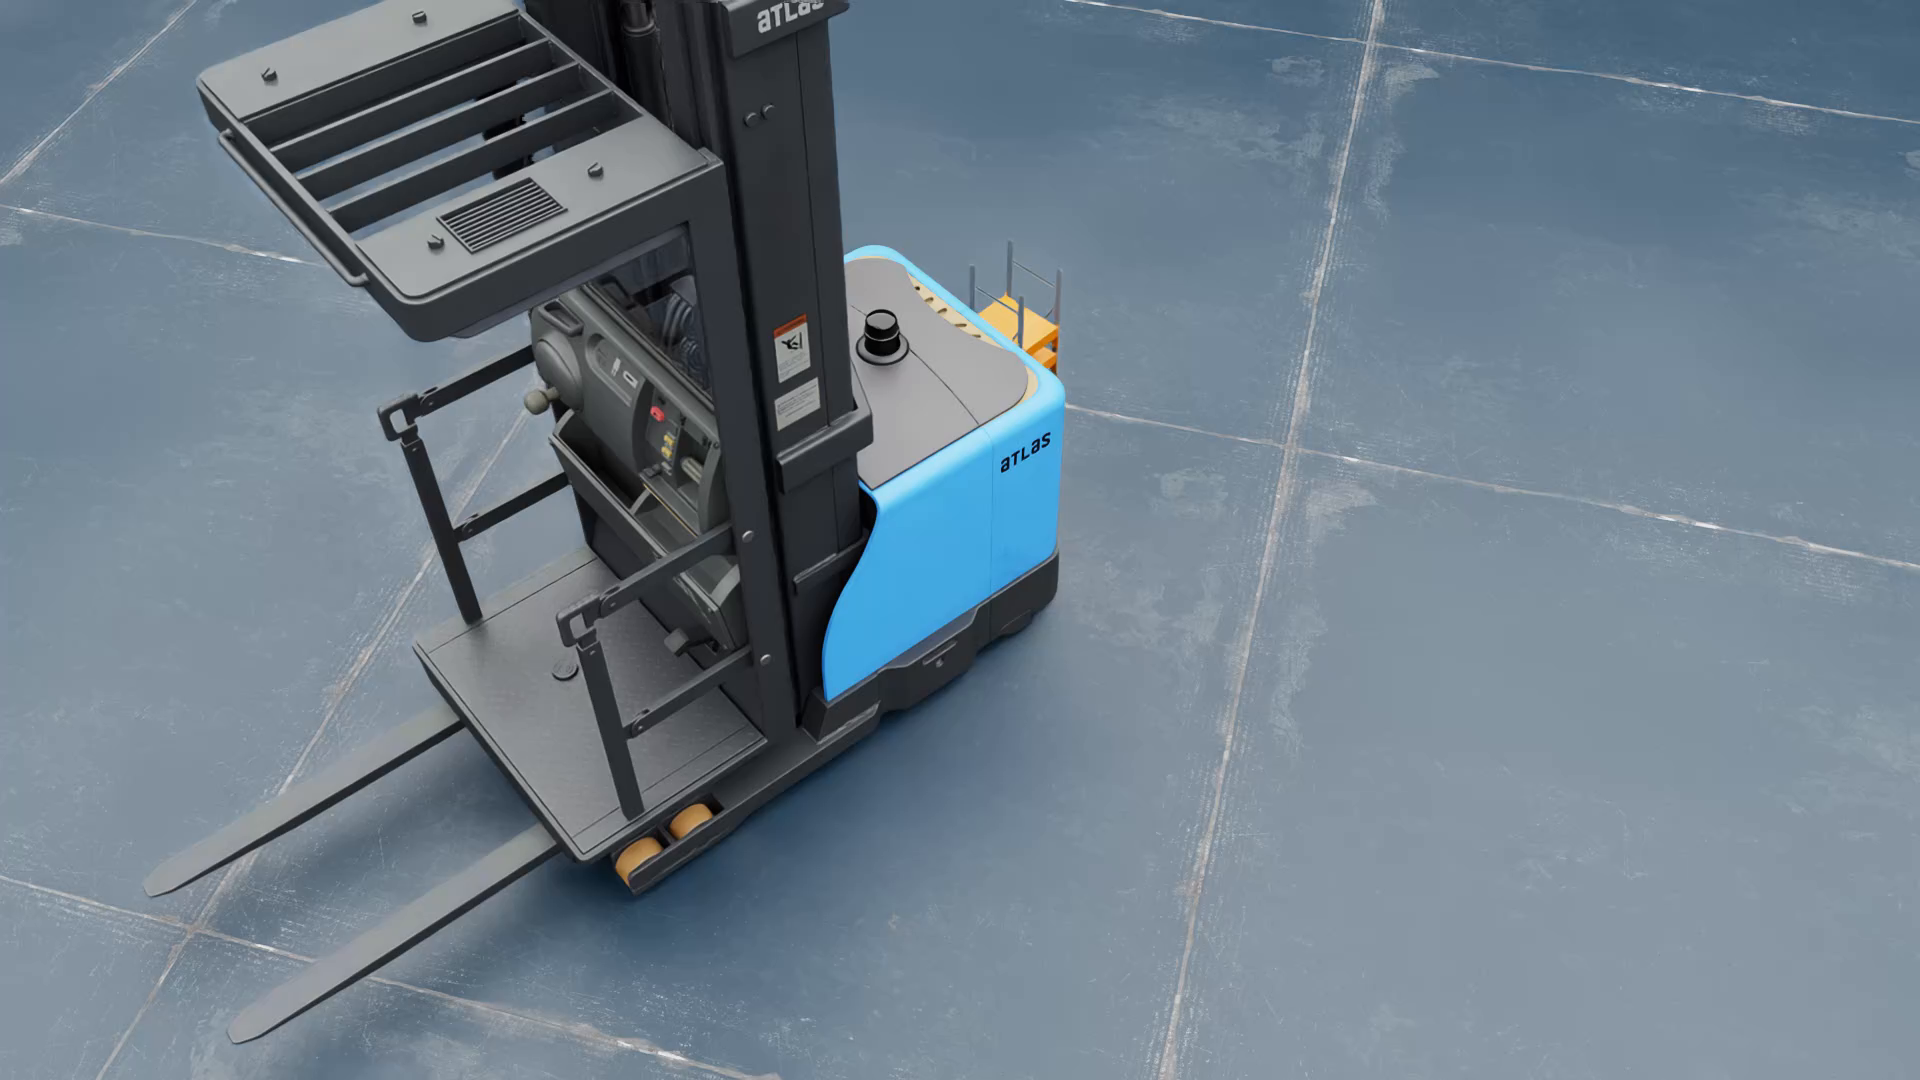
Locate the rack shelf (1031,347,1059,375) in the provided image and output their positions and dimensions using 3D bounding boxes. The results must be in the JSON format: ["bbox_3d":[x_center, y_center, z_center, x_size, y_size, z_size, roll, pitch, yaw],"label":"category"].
[{"bbox_3d":[0.183,-0.624,5.739,0.258,0.103,0.180,36,58,27],"label":"rack shelf"}]

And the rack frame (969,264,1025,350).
[{"bbox_3d":[0.120,-0.445,5.842,0.240,1.200,0.006,36,58,27],"label":"rack frame"}]

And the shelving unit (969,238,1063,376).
[{"bbox_3d":[0.183,-0.494,5.886,0.258,1.200,0.189,36,58,27],"label":"shelving unit"}]

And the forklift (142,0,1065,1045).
[{"bbox_3d":[-1.103,-0.317,4.575,3.031,2.935,1.130,-32,56,-25],"label":"forklift"}]

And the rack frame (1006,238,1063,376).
[{"bbox_3d":[0.247,-0.544,5.929,0.240,1.200,0.006,36,58,27],"label":"rack frame"}]

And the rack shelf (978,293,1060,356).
[{"bbox_3d":[0.183,-0.703,5.649,0.258,0.103,0.180,36,58,27],"label":"rack shelf"}]
